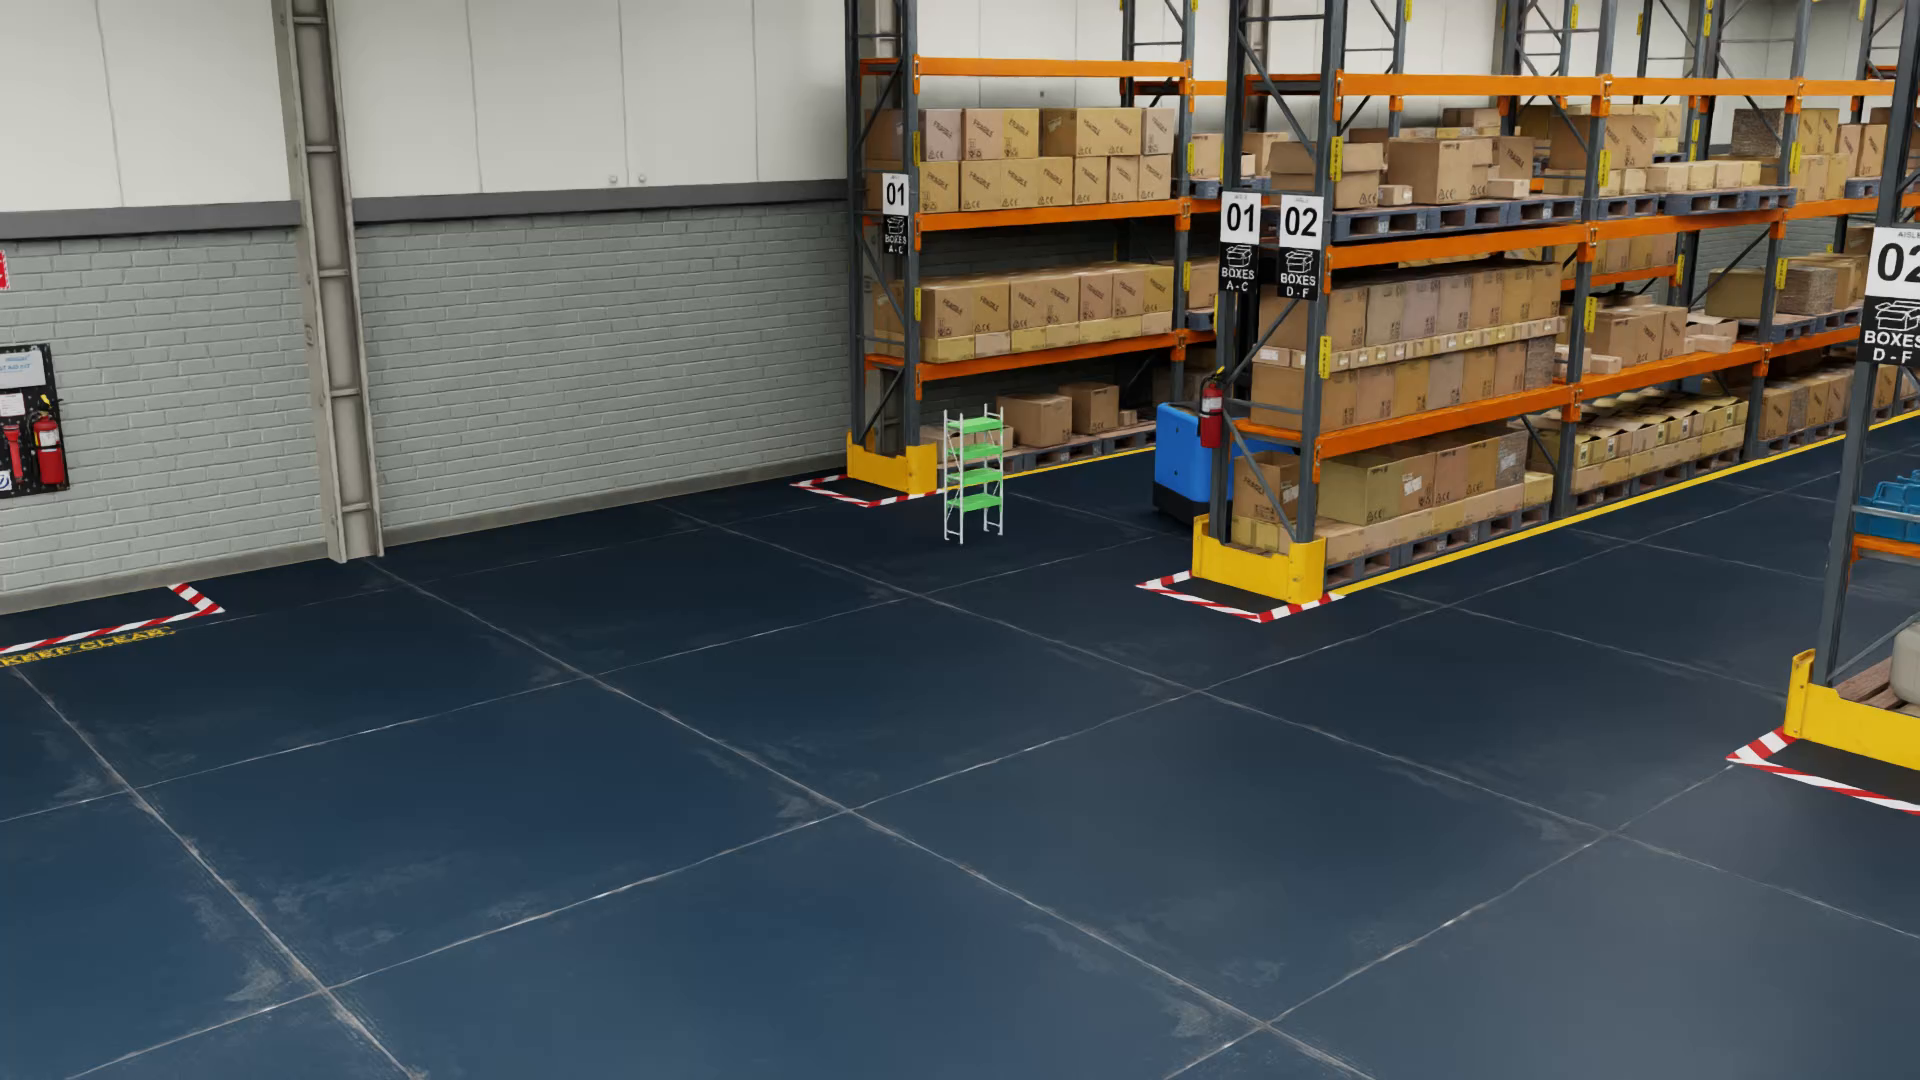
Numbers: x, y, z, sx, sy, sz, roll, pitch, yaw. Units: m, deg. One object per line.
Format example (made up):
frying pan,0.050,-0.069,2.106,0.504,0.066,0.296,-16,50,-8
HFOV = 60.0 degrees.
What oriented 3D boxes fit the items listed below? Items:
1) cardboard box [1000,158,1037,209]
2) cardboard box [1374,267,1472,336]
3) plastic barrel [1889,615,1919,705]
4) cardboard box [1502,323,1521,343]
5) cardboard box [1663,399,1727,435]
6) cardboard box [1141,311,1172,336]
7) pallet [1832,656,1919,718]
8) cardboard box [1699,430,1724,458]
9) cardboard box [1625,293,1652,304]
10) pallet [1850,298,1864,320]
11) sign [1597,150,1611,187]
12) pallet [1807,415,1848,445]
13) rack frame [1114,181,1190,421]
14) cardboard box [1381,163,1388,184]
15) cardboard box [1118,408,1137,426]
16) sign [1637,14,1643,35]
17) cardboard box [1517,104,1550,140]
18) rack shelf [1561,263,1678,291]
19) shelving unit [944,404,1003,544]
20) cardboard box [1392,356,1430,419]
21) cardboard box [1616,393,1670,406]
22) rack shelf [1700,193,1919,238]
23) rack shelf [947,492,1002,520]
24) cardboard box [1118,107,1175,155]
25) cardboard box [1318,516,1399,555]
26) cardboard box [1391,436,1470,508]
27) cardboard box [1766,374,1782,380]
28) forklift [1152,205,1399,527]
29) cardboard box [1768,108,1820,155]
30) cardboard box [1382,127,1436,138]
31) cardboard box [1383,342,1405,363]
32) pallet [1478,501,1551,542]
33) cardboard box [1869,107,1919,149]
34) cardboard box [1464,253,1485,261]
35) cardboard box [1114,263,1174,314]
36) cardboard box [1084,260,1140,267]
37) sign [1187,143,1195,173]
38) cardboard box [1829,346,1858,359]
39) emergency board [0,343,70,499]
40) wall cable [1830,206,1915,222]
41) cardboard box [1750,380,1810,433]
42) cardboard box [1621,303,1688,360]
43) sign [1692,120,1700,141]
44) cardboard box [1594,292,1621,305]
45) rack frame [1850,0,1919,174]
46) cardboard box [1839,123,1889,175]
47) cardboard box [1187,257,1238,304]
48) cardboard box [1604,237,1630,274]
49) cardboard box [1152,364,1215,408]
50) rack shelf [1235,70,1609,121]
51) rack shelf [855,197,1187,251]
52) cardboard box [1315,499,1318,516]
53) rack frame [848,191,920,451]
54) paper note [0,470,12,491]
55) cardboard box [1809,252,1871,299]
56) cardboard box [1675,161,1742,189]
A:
cardboard box,0.455,-3.724,17.336,0.500,0.500,0.500,-12,19,-37
cardboard box,4.027,-2.094,14.569,0.500,0.500,0.700,-13,19,-39
plastic barrel,6.171,0.765,10.581,0.421,0.512,0.421,0,15,0
cardboard box,4.847,-1.893,15.075,0.250,0.149,0.380,-13,20,-39
cardboard box,7.889,-1.347,17.910,0.500,0.311,0.500,-13,20,-40
cardboard box,2.080,-2.512,19.094,0.500,0.250,0.500,-13,19,-39
pallet,6.367,1.081,10.795,1.213,0.211,1.003,-13,19,-39
cardboard box,7.887,-1.078,17.987,0.500,0.250,0.500,-13,20,-40
cardboard box,10.851,-3.860,26.663,0.250,0.149,0.380,-13,20,-40
pallet,10.854,-2.899,20.662,1.213,0.211,1.003,-13,19,-39
sign,5.859,-3.380,15.123,0.005,0.325,0.100,-13,19,-39
pallet,10.019,-1.405,20.103,1.213,0.211,1.003,-13,19,-39
rack frame,2.239,-2.714,19.599,0.127,3.000,1.000,-13,19,-39
cardboard box,3.591,-3.090,14.281,0.500,0.311,0.500,-10,18,-33
cardboard box,1.855,-1.461,19.546,0.380,0.166,0.250,13,20,40
sign,10.931,-8.282,26.702,0.005,0.325,0.100,-13,19,-39
cardboard box,8.647,-6.223,24.754,0.500,0.500,0.500,-13,20,-40
rack shelf,9.782,-4.061,26.033,4.000,0.370,1.077,-13,19,-39
shelving unit,0.125,-0.608,15.200,0.503,1.200,0.258,-13,19,-39
cardboard box,3.608,-1.371,14.375,0.500,0.500,0.700,-12,19,-39
cardboard box,7.532,-1.451,18.298,0.500,0.311,0.500,-13,20,-41
rack shelf,10.019,-3.868,19.501,4.000,0.370,1.077,-13,19,-39
rack shelf,0.125,-0.314,15.279,0.480,0.148,0.258,-13,19,-39
cardboard box,2.039,-4.567,18.552,0.500,0.500,0.500,14,20,42
cardboard box,3.401,-0.080,14.252,0.500,0.250,0.500,-13,19,-39
cardboard box,4.159,-0.611,14.785,0.500,0.500,0.500,-13,19,-39
cardboard box,9.453,-1.725,19.885,0.500,0.500,0.500,-14,20,-41
forklift,3.458,-1.702,15.942,3.031,2.935,1.130,-5,16,-17
cardboard box,9.229,-4.568,18.594,0.500,0.500,0.500,-13,19,-39
cardboard box,5.949,-5.295,22.402,0.500,0.500,0.700,-14,20,-42
cardboard box,3.491,-1.589,13.934,0.250,0.149,0.380,-13,20,-40
pallet,4.866,-0.277,15.877,1.213,0.211,1.003,-13,19,-39
cardboard box,11.870,-5.176,20.871,0.500,0.500,0.700,-13,19,-39
cardboard box,6.954,-3.886,23.178,0.500,0.500,0.500,-12,19,-38
cardboard box,2.085,-2.873,18.993,0.500,0.500,0.500,-13,20,-39
cardboard box,1.747,-2.975,19.373,0.500,0.500,0.500,-13,20,-41
sign,2.600,-4.309,18.754,0.005,0.325,0.100,-13,19,-39
cardboard box,11.772,-2.262,21.898,0.500,0.500,0.500,-13,19,-39
emergency board,-7.234,-0.896,12.791,0.643,1.169,0.194,-13,19,-39
wall cable,15.792,-7.034,30.162,0.112,2.526,3.097,-13,19,-39
cardboard box,9.433,-1.544,19.210,0.500,0.500,0.500,-14,20,-41
cardboard box,7.256,-2.189,17.438,0.500,0.500,0.500,-14,20,-42
sign,11.637,-6.478,26.314,0.005,0.325,0.100,-13,19,-39
cardboard box,10.410,-3.892,26.780,0.250,0.149,0.380,-13,19,-39
rack frame,11.528,-6.004,20.290,0.127,3.000,1.000,-13,19,-39
cardboard box,11.100,-4.783,20.331,0.600,0.600,0.600,14,20,42
cardboard box,3.071,-3.148,20.176,0.500,0.500,0.700,-10,18,-34
cardboard box,9.790,-4.551,25.893,0.700,0.700,0.980,-14,20,-42
cardboard box,2.783,-1.847,20.343,0.500,0.500,0.700,-12,19,-38
rack shelf,3.984,-3.769,14.092,4.000,0.370,1.077,-13,19,-39
rack shelf,0.730,-3.477,18.036,4.000,0.370,1.077,-13,19,-39
cardboard box,3.056,-0.183,14.636,0.500,0.250,0.500,-13,19,-39
rack frame,-0.779,-2.037,17.062,0.127,3.000,1.000,-13,19,-39
paper note,-7.413,-0.454,12.843,0.142,0.148,0.016,-13,19,-39
cardboard box,11.024,-3.320,20.860,0.700,0.500,0.500,8,17,28
cardboard box,7.822,-3.827,17.431,0.500,0.250,0.500,-12,19,-38
